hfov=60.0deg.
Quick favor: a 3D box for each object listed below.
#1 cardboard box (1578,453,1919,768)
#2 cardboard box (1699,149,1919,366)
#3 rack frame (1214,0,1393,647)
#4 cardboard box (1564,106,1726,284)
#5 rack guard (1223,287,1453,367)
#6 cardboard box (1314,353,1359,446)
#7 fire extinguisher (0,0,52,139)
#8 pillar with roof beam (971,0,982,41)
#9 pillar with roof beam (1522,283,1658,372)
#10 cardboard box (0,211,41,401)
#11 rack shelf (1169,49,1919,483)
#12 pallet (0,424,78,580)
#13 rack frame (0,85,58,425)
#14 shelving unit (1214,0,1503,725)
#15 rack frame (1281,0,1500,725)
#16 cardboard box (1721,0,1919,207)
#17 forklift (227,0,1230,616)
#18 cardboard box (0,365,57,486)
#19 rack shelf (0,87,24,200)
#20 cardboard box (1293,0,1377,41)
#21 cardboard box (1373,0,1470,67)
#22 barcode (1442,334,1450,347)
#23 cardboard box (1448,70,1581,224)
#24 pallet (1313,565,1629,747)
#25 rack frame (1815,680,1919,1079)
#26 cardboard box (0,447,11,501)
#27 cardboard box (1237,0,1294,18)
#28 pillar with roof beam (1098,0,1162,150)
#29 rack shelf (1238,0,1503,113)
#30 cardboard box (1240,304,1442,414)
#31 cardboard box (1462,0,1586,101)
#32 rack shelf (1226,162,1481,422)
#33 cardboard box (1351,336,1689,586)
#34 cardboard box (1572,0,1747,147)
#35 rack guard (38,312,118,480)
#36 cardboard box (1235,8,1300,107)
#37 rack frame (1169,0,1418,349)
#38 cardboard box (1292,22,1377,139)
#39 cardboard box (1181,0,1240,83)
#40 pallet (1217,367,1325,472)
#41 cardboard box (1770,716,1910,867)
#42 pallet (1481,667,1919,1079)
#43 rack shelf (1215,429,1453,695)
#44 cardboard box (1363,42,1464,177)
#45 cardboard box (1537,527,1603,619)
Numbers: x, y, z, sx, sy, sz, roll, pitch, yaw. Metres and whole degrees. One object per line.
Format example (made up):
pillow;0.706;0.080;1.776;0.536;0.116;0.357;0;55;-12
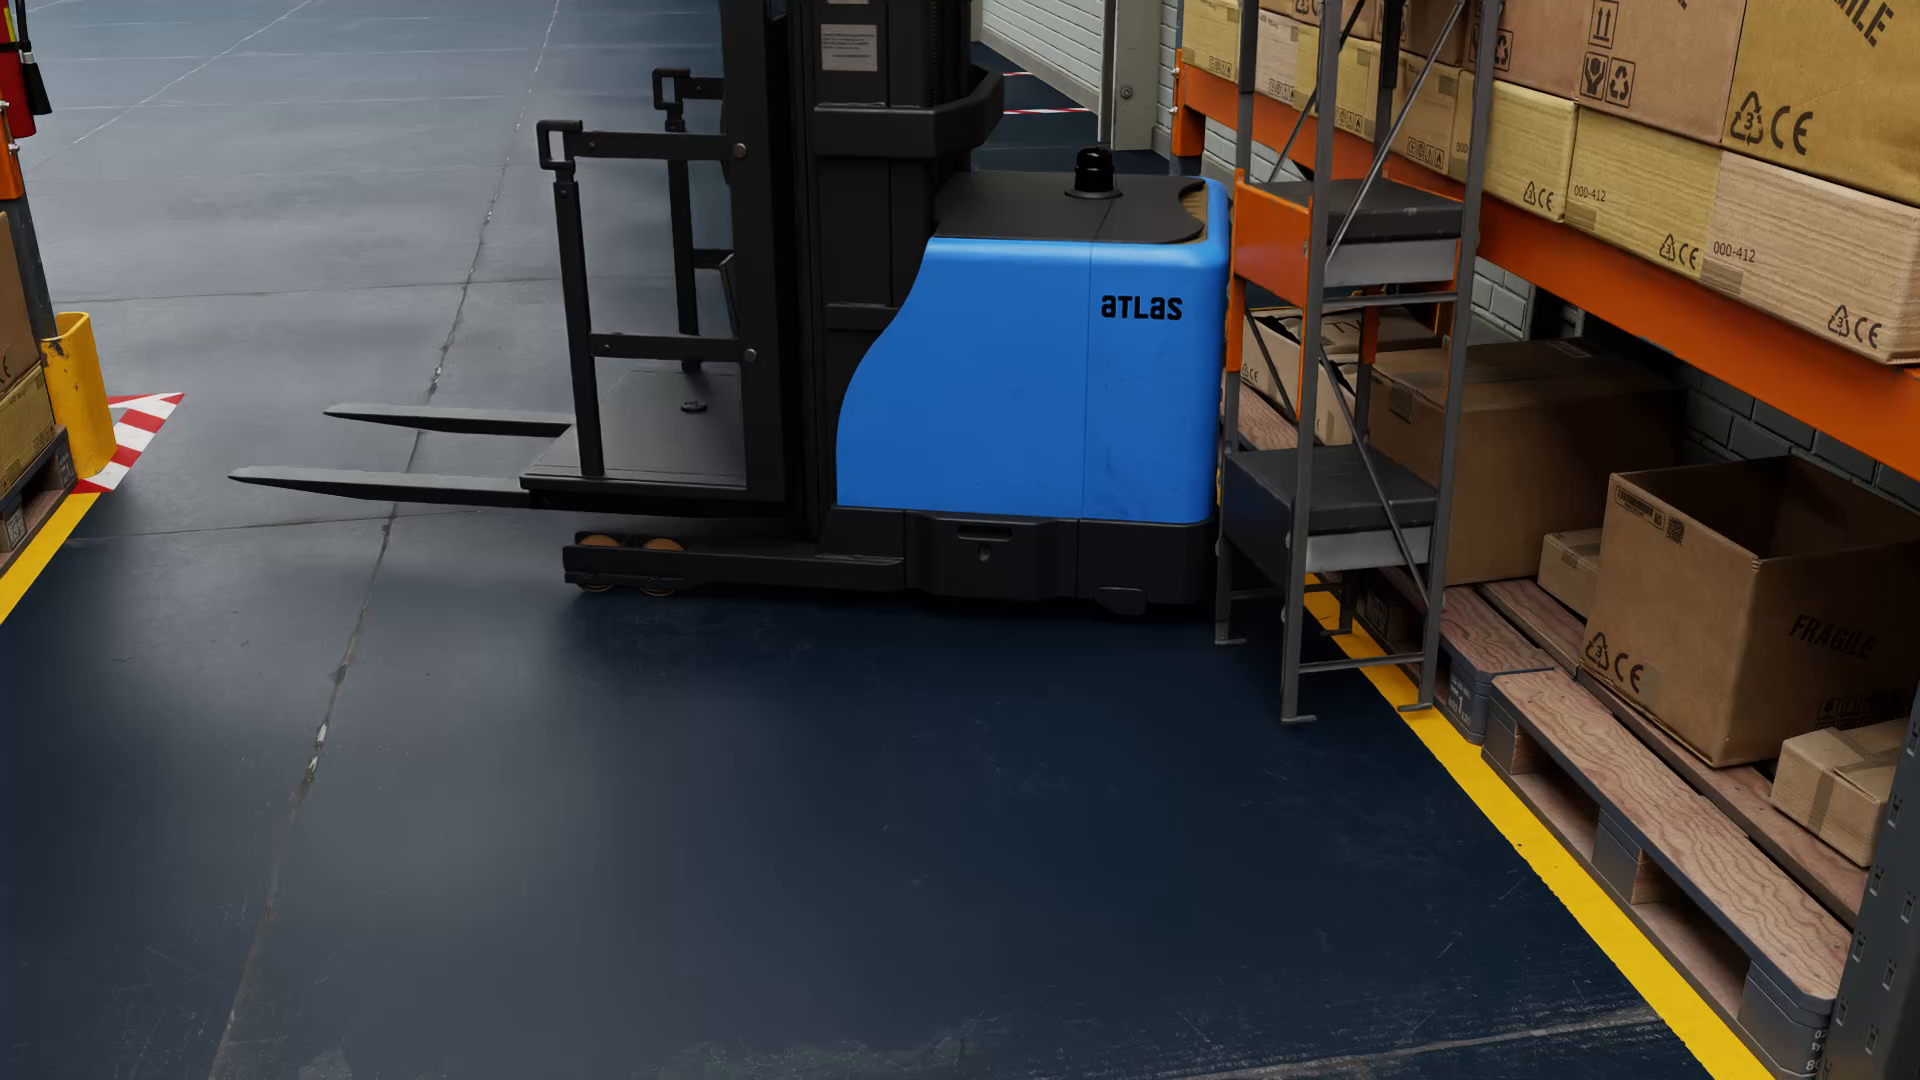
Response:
cardboard box;1.793;0.143;3.748;0.500;0.500;0.500;-6;24;-14
cardboard box;1.639;-0.500;2.809;0.500;0.250;0.500;-4;24;-10
rack frame;0.885;-0.709;4.253;0.400;2.100;0.015;-5;21;-11
cardboard box;1.555;-0.697;3.260;0.500;0.250;0.500;-4;24;-10
rack guard;1.298;-0.794;6.442;1.175;0.500;0.348;-4;24;-10
cardboard box;1.429;-0.435;5.309;0.500;0.311;0.500;-2;24;-5
fire extinguisher;-3.149;-1.646;5.368;0.296;0.674;0.183;-4;24;-10
pillar with roof beam;-4.186;-8.908;14.404;9.100;9.000;0.400;-4;24;-10
pillar with roof beam;-1.967;-4.188;3.597;9.100;9.000;0.400;-4;24;-10
cardboard box;-3.192;-0.688;5.051;0.500;0.500;0.500;-4;24;-10
rack shelf;1.654;-0.853;4.353;1.077;0.370;4.000;-4;24;-10
pallet;-3.401;-0.025;5.044;1.003;0.211;1.213;-4;24;-10
rack frame;-3.583;-1.601;5.168;1.000;3.000;0.127;-4;24;-10
shelving unit;0.934;-0.627;4.028;0.431;2.100;0.503;-5;21;-11
rack frame;0.983;-0.544;3.804;0.400;2.100;0.015;-5;21;-11
cardboard box;1.633;-0.843;2.657;0.500;0.500;0.500;-4;24;-10
forklift;-0.724;-1.383;4.754;3.031;2.935;1.130;3;24;7
cardboard box;-3.194;-0.344;5.201;0.500;0.250;0.500;-4;24;-10
rack shelf;-3.213;-0.485;3.511;1.077;0.370;4.000;-4;24;-10
cardboard box;1.248;-1.644;4.492;0.500;0.500;0.500;-5;24;-11
cardboard box;1.355;-1.442;4.030;0.500;0.500;0.500;-4;24;-8
barcode;1.720;-0.686;5.872;0.001;0.075;0.075;-4;24;-10
cardboard box;1.446;-0.893;3.710;0.500;0.250;0.500;-4;24;-10
pallet;1.636;0.140;4.666;1.003;0.211;1.213;-4;24;-10
rack frame;2.021;-0.395;2.408;0.949;2.616;0.053;-4;24;-10
cardboard box;-3.089;-0.148;4.753;0.500;0.250;0.500;-4;24;-10
cardboard box;1.159;-1.848;4.959;0.500;0.500;0.500;-4;24;-10
pillar with roof beam;-3.076;-6.548;9.000;9.100;9.000;0.400;-4;24;-10
rack shelf;0.926;-1.271;3.790;0.431;0.518;0.480;-5;21;-11
cardboard box;1.324;-0.660;5.822;0.500;0.311;0.500;-7;25;-16
cardboard box;1.452;-1.238;3.561;0.500;0.500;0.500;-5;24;-11
rack shelf;0.934;-0.614;4.033;0.431;0.518;0.480;-5;21;-11
cardboard box;1.516;-0.230;4.602;0.700;0.500;0.500;-6;24;-13
cardboard box;1.535;-1.039;3.106;0.500;0.500;0.500;-4;24;-10
rack guard;-3.588;-0.465;5.690;1.175;0.500;0.348;-4;24;-10
cardboard box;1.173;-1.491;5.078;0.500;0.250;0.500;-5;24;-11
rack frame;1.284;-1.969;6.011;1.000;3.000;0.127;-4;24;-10
cardboard box;1.261;-1.290;4.618;0.500;0.250;0.500;-5;24;-11
cardboard box;1.063;-1.694;5.543;0.500;0.250;0.500;-5;24;-11
pallet;1.414;-0.339;5.763;1.003;0.211;1.213;-4;24;-10
cardboard box;1.896;0.493;3.364;0.380;0.166;0.250;-8;25;-17
pallet;1.865;0.621;3.565;1.003;0.211;1.213;-4;24;-10
rack shelf;0.942;0.042;4.276;0.431;0.518;0.480;-5;21;-11
cardboard box;1.352;-1.091;4.163;0.500;0.250;0.500;-4;24;-9
cardboard box;1.748;0.079;4.335;0.380;0.149;0.250;-6;24;-14
